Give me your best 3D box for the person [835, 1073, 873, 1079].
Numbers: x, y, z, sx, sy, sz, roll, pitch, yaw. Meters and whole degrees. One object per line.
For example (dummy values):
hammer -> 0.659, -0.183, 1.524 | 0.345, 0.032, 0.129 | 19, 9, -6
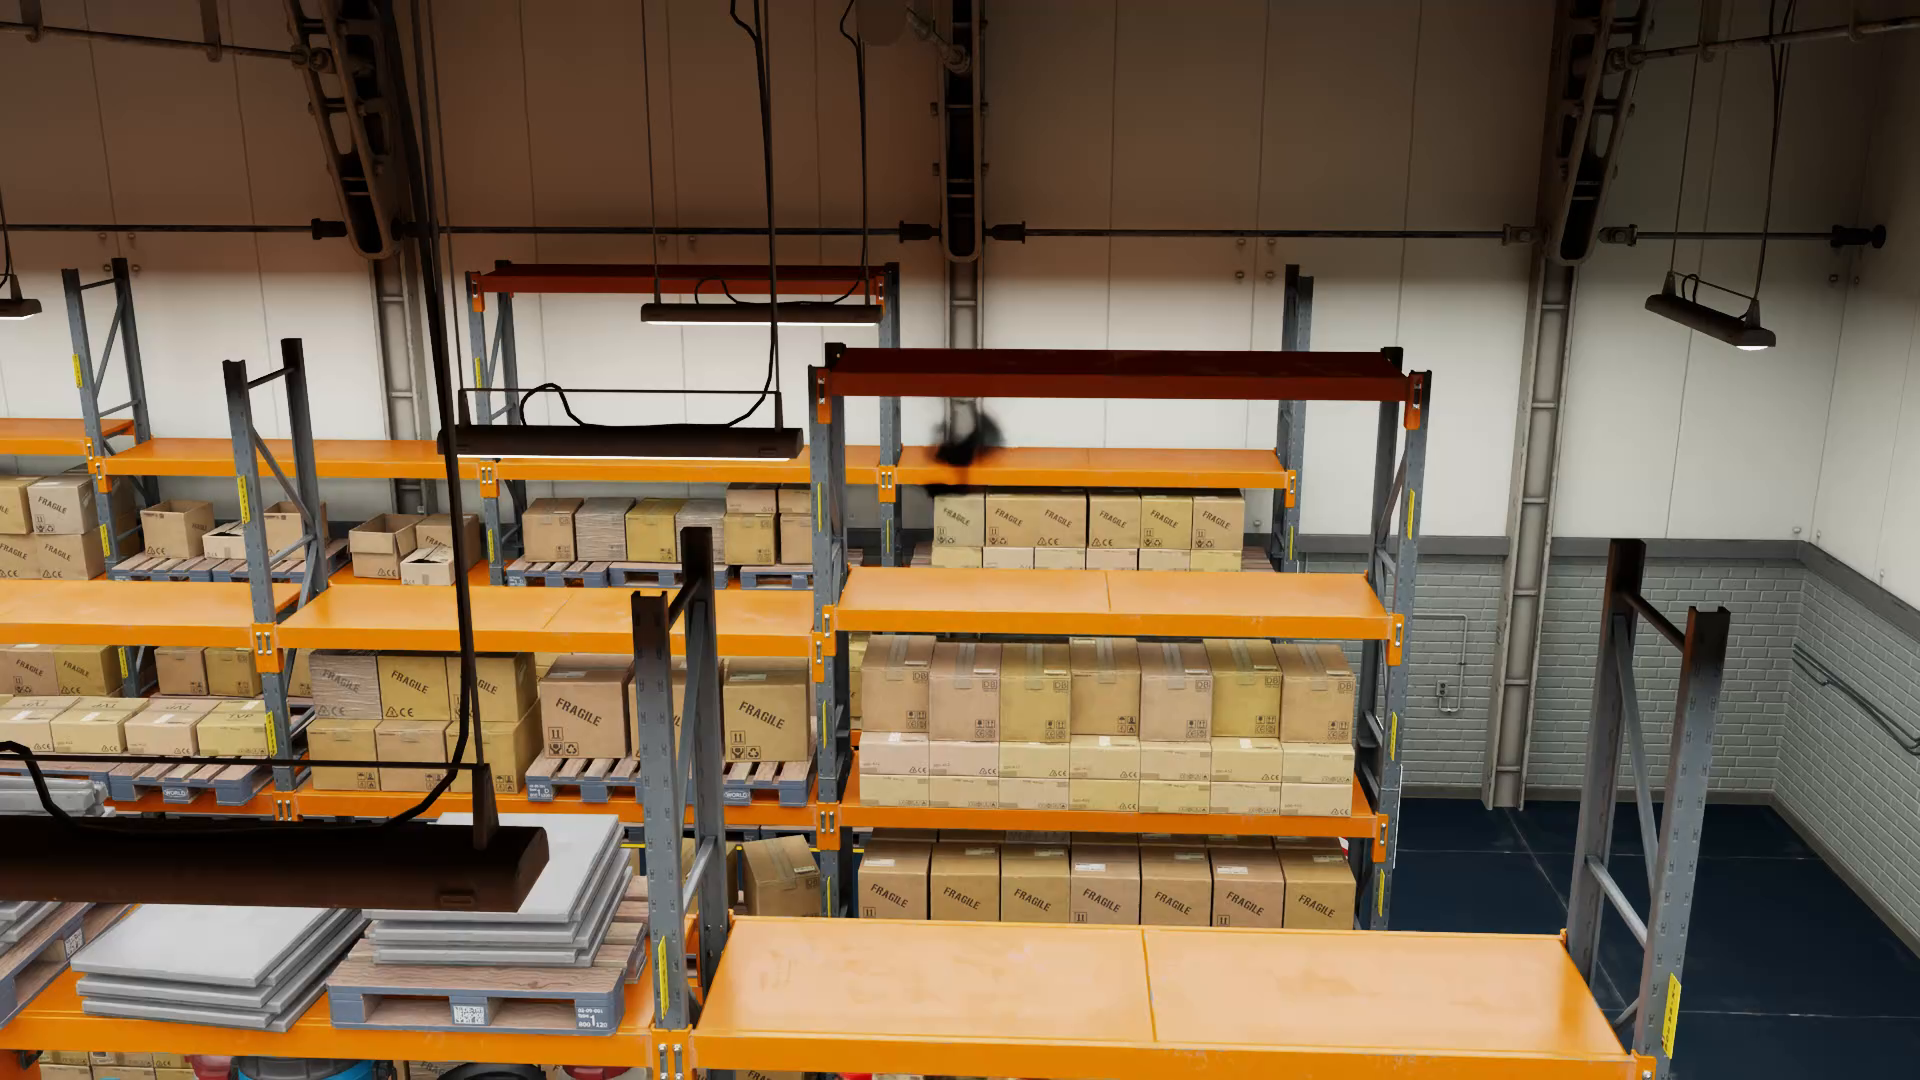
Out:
person -> -0.665, 4.202, 10.931 | 0.793, 1.848, 0.633 | 0, 16, -2
